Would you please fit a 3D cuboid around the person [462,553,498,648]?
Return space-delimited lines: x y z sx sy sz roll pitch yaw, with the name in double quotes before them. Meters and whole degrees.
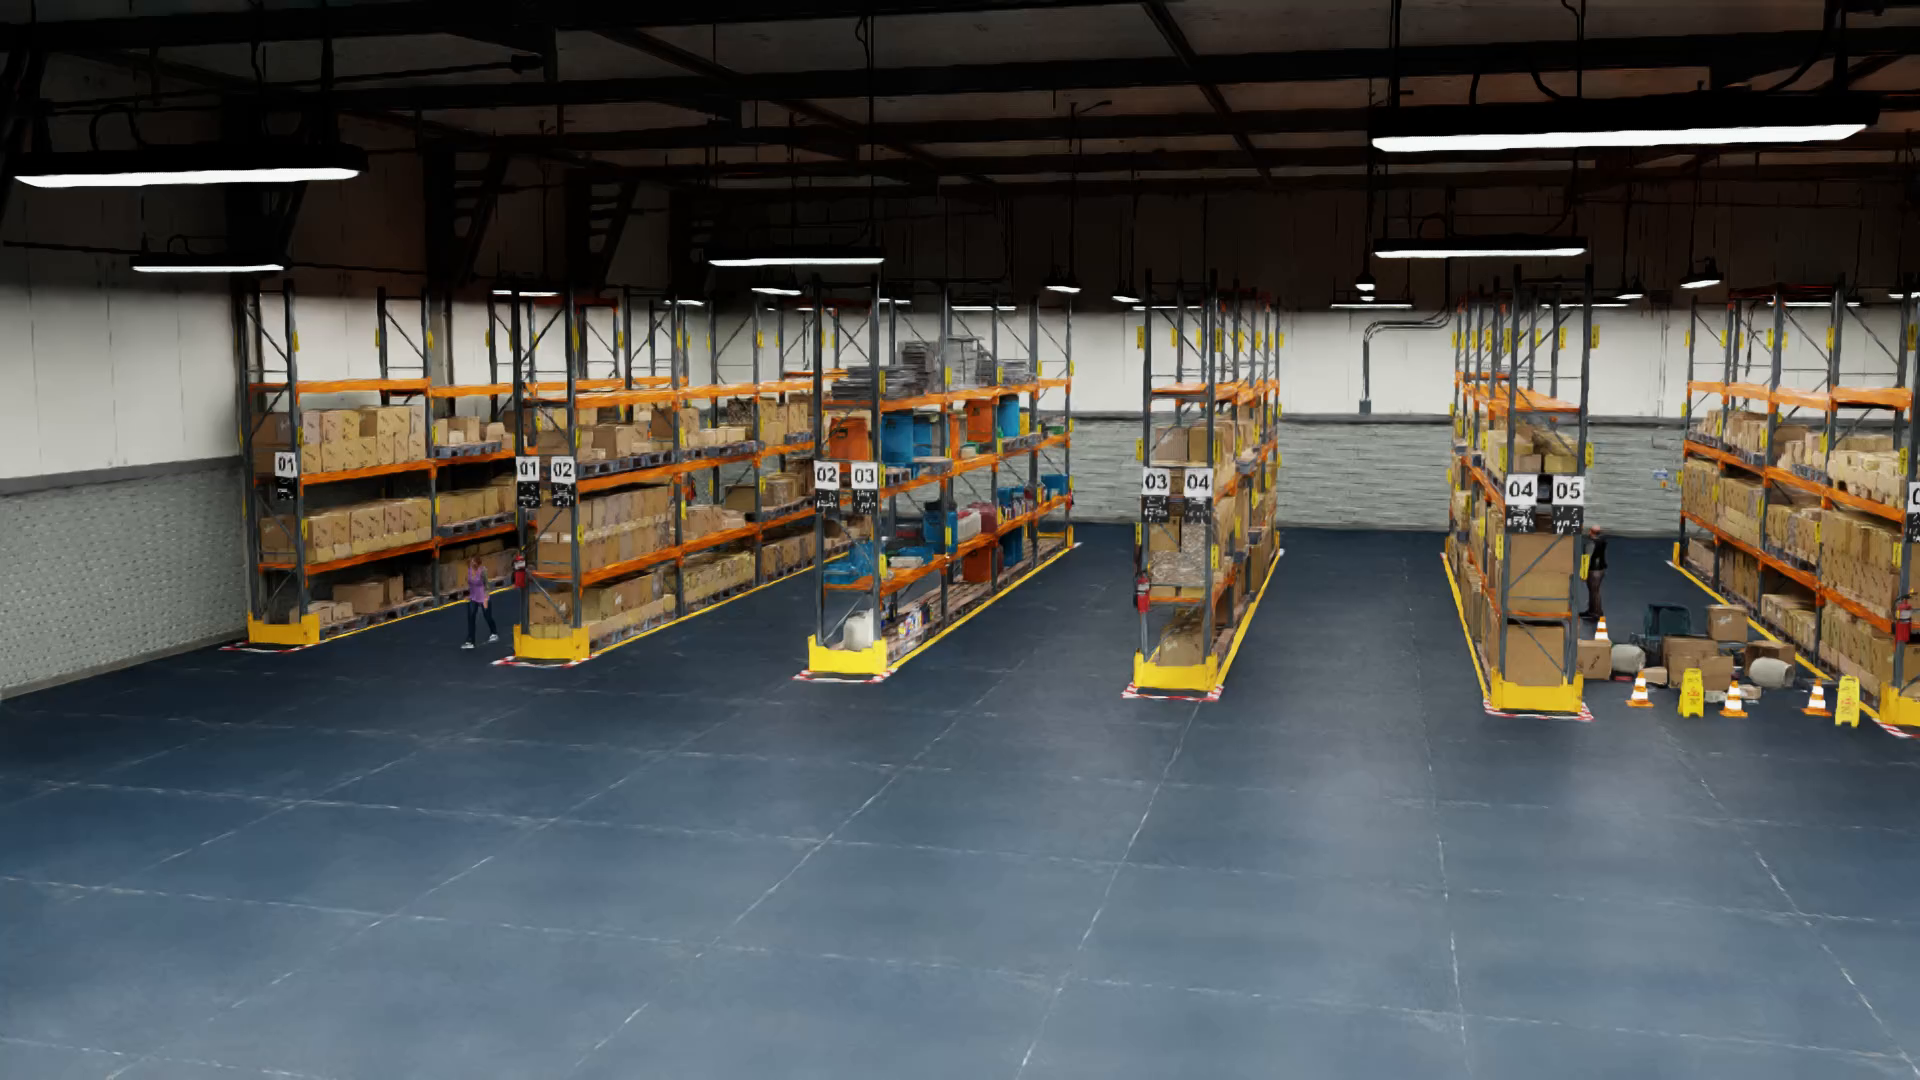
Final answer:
"person" -7.860 0.967 27.263 0.432 1.539 0.947 2 7 13

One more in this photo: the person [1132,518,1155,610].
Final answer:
"person" 3.432 0.391 30.997 0.644 1.773 0.673 5 9 38

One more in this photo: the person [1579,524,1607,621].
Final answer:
"person" 11.329 0.565 29.801 0.626 1.718 0.576 -6 9 -43
